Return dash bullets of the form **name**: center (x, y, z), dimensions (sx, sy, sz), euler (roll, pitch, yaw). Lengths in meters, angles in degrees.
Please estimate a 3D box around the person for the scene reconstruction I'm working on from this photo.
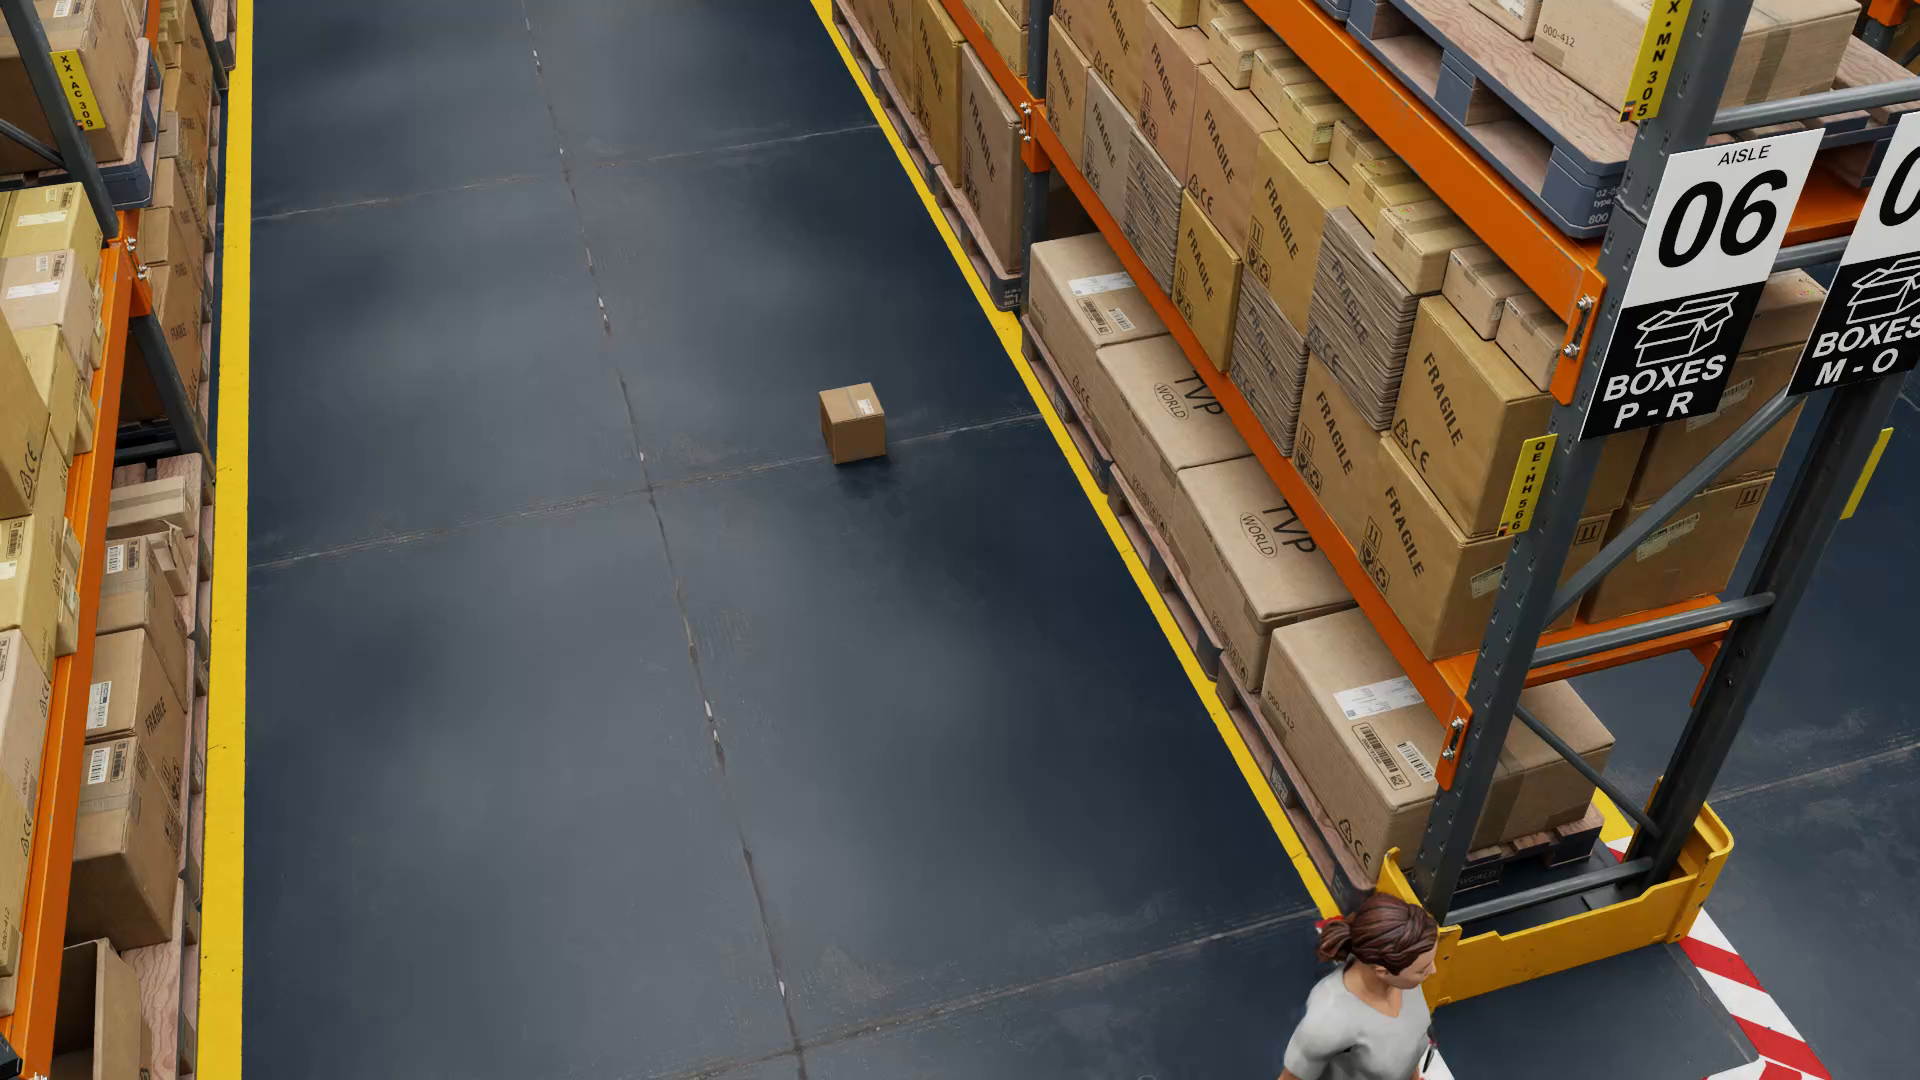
- **person**: center (1.047, 1.578, 4.457), dimensions (0.619, 1.717, 0.529), euler (30, 50, 29)
